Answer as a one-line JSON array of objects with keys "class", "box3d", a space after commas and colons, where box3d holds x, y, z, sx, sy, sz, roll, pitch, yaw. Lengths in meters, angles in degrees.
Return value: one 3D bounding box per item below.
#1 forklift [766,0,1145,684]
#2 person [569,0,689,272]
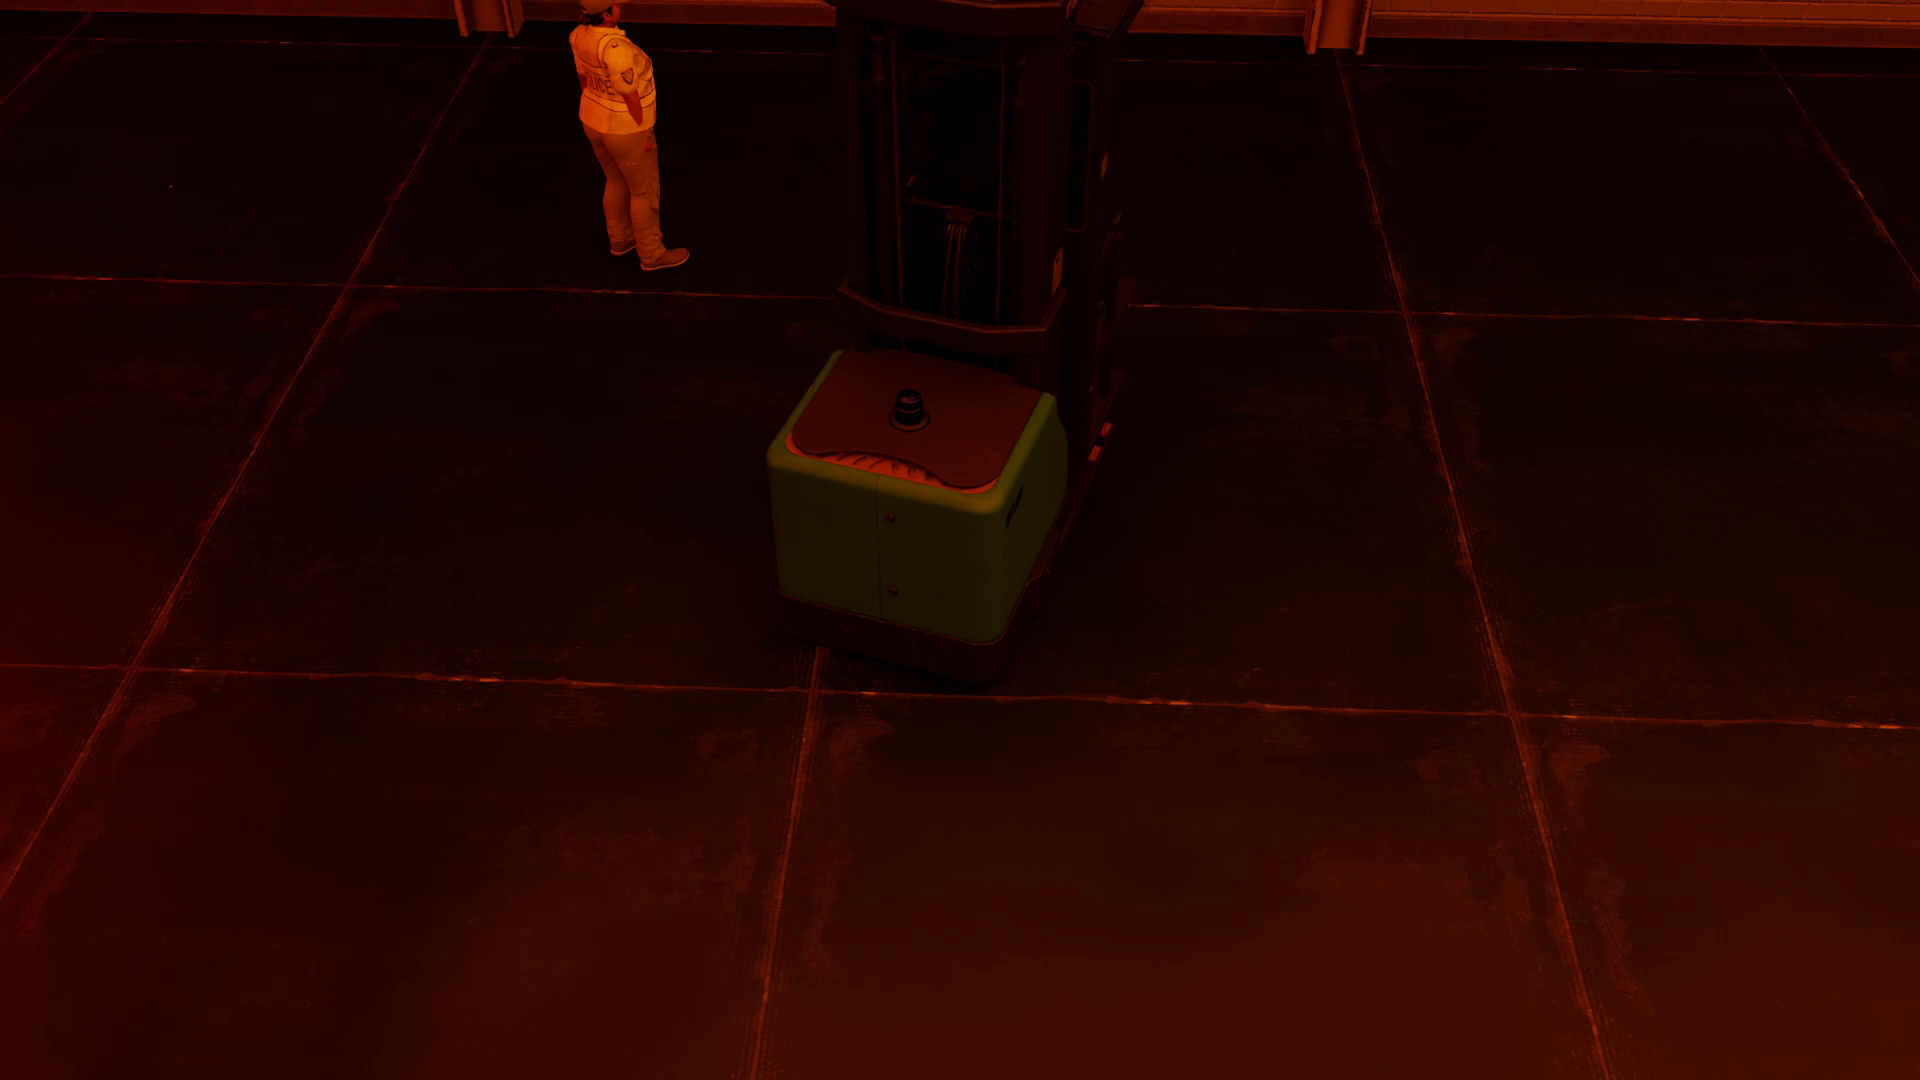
[{"class": "forklift", "box3d": [0.156, -1.472, 7.355, 1.130, 2.935, 3.031, 13, 44, 14]}, {"class": "person", "box3d": [-1.857, -2.280, 9.184, 0.484, 1.668, 0.394, 33, 51, 31]}]
